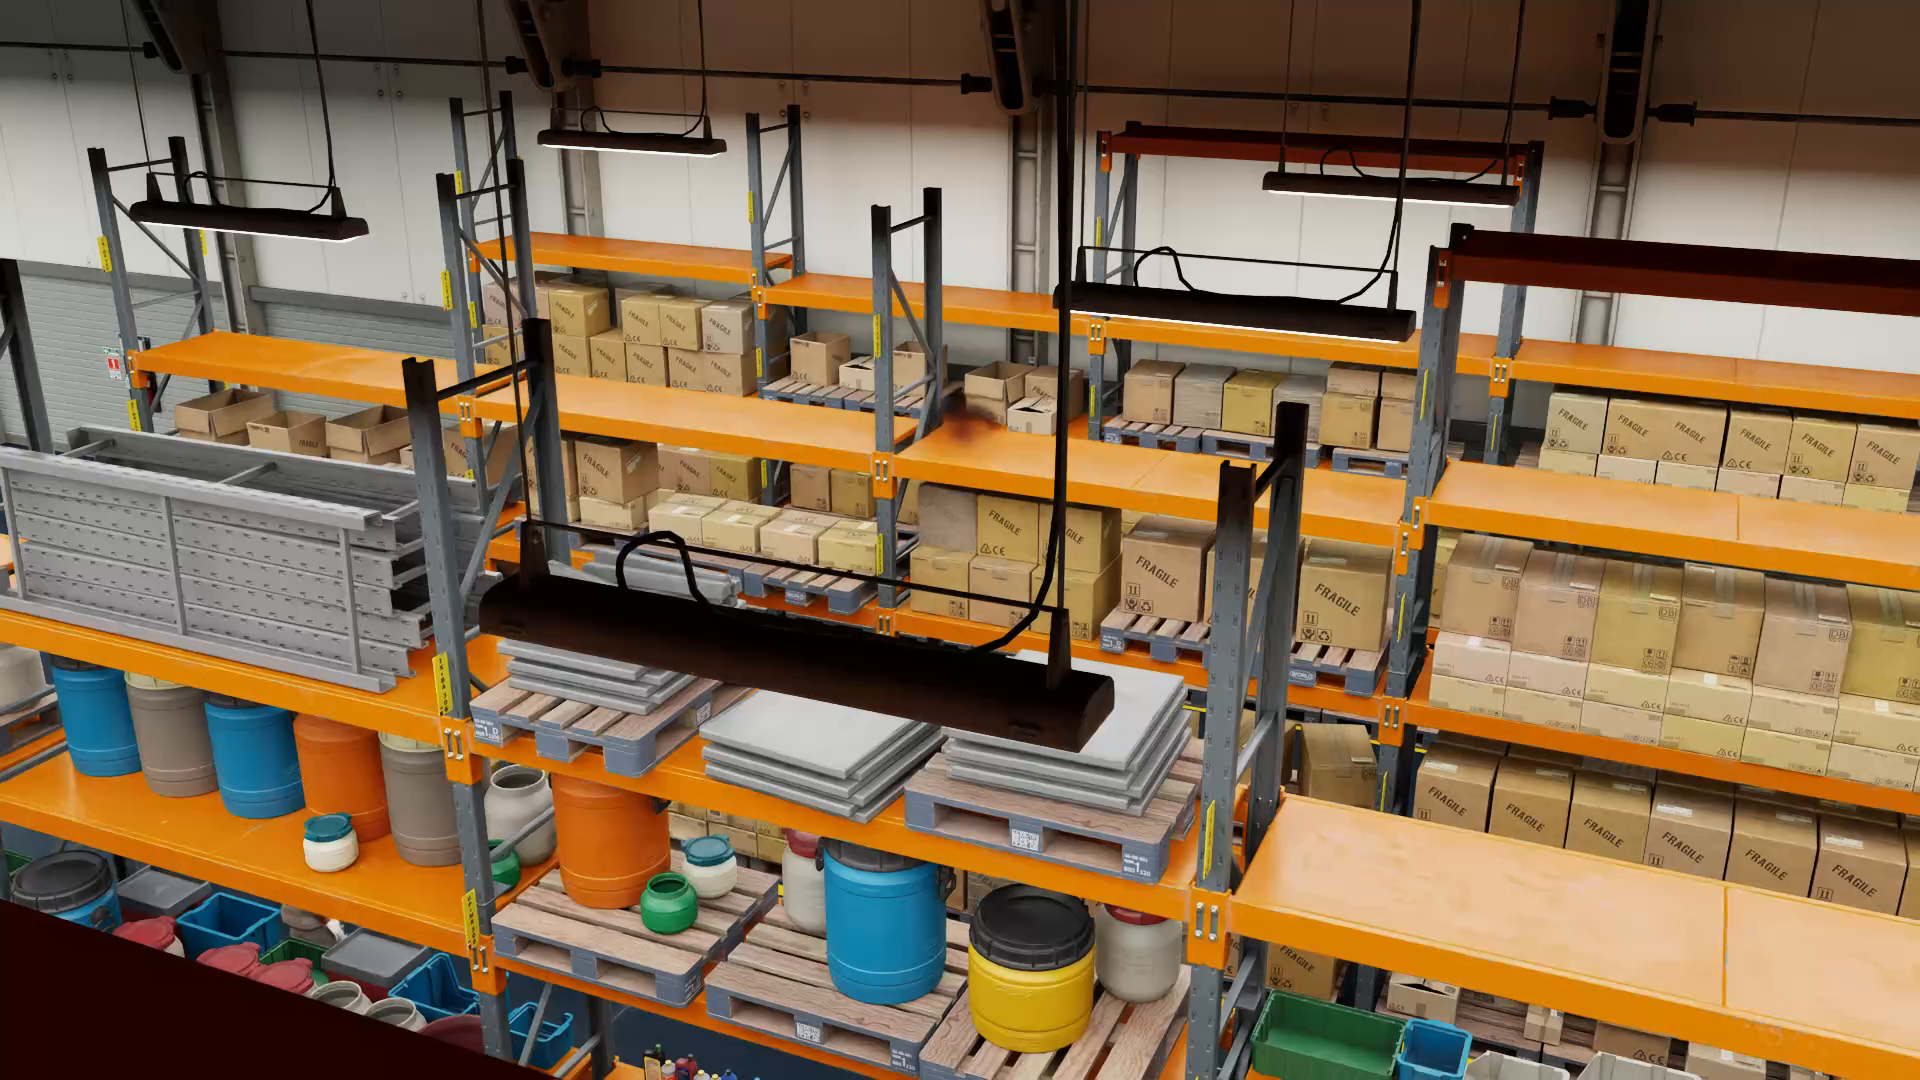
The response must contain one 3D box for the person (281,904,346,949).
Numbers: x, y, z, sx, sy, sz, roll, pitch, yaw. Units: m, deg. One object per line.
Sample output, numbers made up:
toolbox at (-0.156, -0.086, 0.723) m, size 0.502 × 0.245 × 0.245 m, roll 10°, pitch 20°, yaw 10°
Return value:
person at (-4.887, 2.870, 12.506) m, size 0.654 × 1.792 × 0.457 m, roll 11°, pitch 23°, yaw 28°
